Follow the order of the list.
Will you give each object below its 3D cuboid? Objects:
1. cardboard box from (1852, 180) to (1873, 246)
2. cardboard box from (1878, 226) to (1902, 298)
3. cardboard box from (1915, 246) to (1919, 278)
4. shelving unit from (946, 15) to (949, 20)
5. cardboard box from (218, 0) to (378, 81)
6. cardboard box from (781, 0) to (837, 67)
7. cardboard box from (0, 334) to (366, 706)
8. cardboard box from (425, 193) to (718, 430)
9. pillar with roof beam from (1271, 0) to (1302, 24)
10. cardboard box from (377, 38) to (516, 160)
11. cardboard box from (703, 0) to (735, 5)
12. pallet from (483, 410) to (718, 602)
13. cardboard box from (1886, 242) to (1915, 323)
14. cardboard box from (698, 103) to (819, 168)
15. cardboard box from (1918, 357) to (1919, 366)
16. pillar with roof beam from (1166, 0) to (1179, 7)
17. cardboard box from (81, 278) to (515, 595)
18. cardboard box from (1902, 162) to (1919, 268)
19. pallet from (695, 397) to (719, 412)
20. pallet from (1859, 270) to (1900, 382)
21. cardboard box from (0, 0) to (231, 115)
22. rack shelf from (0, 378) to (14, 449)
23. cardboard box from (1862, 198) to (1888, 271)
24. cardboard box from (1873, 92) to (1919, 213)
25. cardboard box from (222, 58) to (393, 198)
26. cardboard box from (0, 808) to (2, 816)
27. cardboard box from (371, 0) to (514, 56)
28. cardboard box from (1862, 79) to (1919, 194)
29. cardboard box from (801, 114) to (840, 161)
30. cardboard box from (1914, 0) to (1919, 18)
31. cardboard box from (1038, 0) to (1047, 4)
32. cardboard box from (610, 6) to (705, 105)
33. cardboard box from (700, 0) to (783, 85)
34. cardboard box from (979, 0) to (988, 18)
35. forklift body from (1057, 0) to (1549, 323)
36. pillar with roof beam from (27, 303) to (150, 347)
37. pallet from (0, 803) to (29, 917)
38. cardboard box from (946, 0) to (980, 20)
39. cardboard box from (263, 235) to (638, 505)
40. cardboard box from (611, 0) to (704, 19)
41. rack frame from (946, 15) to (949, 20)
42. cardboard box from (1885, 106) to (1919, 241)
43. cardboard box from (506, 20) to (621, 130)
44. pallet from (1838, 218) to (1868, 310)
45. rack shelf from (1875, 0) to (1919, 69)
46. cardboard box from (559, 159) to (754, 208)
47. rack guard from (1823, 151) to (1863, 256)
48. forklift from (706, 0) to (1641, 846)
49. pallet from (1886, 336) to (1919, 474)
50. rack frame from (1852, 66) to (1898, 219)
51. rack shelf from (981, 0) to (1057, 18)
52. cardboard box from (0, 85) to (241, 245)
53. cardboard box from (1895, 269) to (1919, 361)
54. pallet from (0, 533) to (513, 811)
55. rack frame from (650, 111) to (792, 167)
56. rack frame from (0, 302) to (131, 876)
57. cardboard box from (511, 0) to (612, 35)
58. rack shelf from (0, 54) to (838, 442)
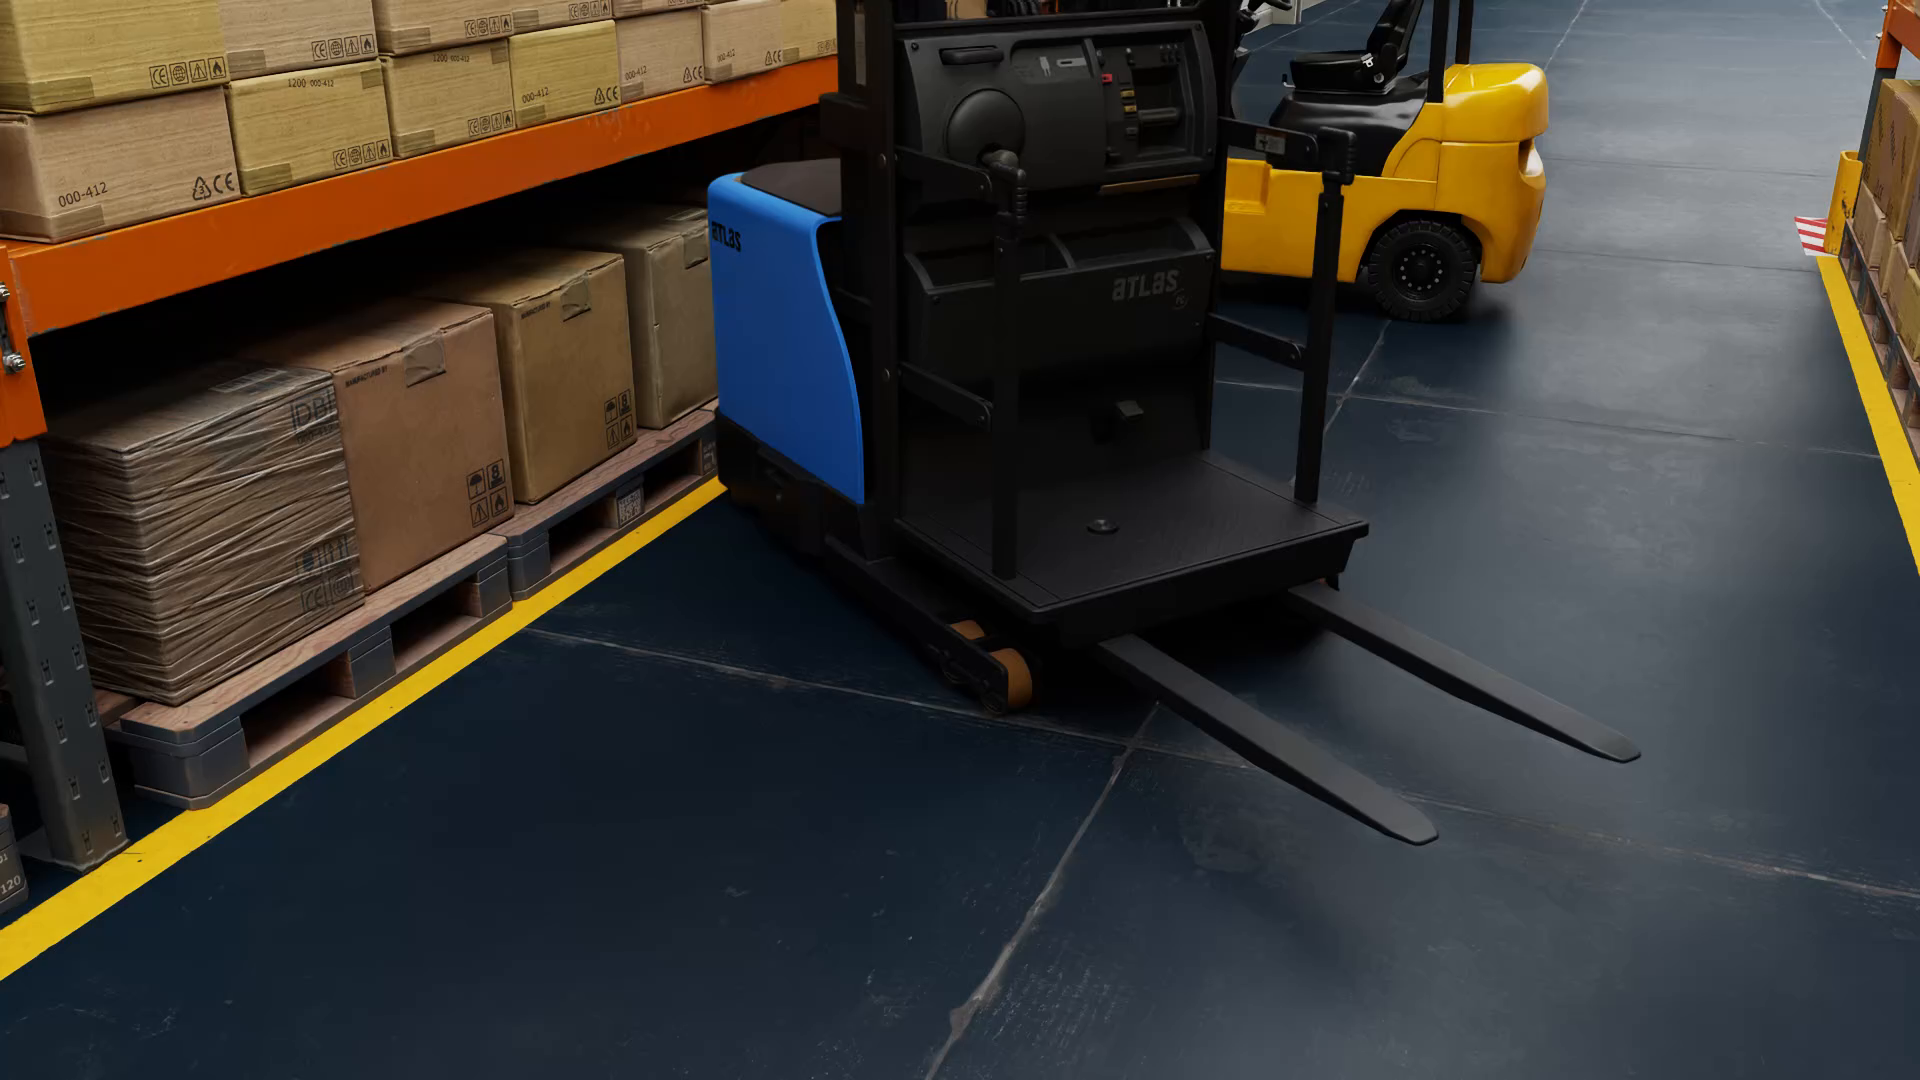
[{"bbox_3d":[4.721,-1.592,8.193,0.500,0.250,0.500,9,24,20],"label":"cardboard box"},{"bbox_3d":[4.333,-1.214,7.286,0.500,0.250,0.500,11,25,24],"label":"cardboard box"},{"bbox_3d":[3.949,-1.188,6.253,0.500,0.500,0.500,9,24,21],"label":"cardboard box"},{"bbox_3d":[0.062,-1.212,6.207,0.431,1.500,0.755,20,30,39],"label":"shelving unit"},{"bbox_3d":[-1.725,-1.227,3.842,0.500,0.250,0.500,10,25,22],"label":"cardboard box"},{"bbox_3d":[-0.763,-1.907,6.119,0.500,0.250,0.500,9,24,21],"label":"cardboard box"},{"bbox_3d":[-2.060,-0.082,4.091,0.875,0.625,0.625,10,25,22],"label":"cardboard box"},{"bbox_3d":[-1.297,-0.827,5.875,0.875,0.625,0.625,9,24,20],"label":"cardboard box"},{"bbox_3d":[8.026,-9.952,17.399,9.100,9.000,0.400,9,24,20],"label":"pillar with roof beam"},{"bbox_3d":[-1.536,-1.182,4.382,0.500,0.250,0.500,8,24,18],"label":"cardboard box"},{"bbox_3d":[-0.948,-1.958,5.592,0.500,0.250,0.500,8,24,19],"label":"cardboard box"},{"bbox_3d":[-1.507,-0.200,5.455,1.003,0.211,1.213,9,24,20],"label":"pallet"},{"bbox_3d":[4.143,-1.033,6.854,0.500,0.250,0.500,9,24,21],"label":"cardboard box"},{"bbox_3d":[-0.815,-1.784,7.355,0.500,0.250,0.500,9,24,21],"label":"cardboard box"},{"bbox_3d":[3.762,-0.660,5.961,0.500,0.250,0.500,10,25,22],"label":"cardboard box"},{"bbox_3d":[5.798,-7.804,12.259,9.100,9.000,0.400,9,24,20],"label":"pillar with roof beam"},{"bbox_3d":[-1.824,-0.317,4.653,0.875,0.625,0.625,10,25,22],"label":"cardboard box"},{"bbox_3d":[4.138,-1.371,6.690,0.500,0.500,0.500,10,25,23],"label":"cardboard box"},{"bbox_3d":[-1.056,-0.638,6.504,1.003,0.211,1.213,9,24,20],"label":"pallet"},{"bbox_3d":[4.460,-0.882,7.087,1.003,0.211,1.213,9,24,20],"label":"pallet"},{"bbox_3d":[-1.889,-1.044,3.405,0.500,0.250,0.500,9,24,20],"label":"cardboard box"},{"bbox_3d":[-3.047,0.285,1.609,1.077,0.370,4.000,9,24,20],"label":"rack shelf"},{"bbox_3d":[4.524,-1.411,7.758,0.500,0.250,0.500,10,25,22],"label":"cardboard box"},{"bbox_3d":[4.523,-1.742,7.578,0.500,0.500,0.500,8,24,18],"label":"cardboard box"},{"bbox_3d":[-1.721,-0.997,3.939,0.500,0.250,0.500,8,24,19],"label":"cardboard box"},{"bbox_3d":[-2.262,0.379,3.149,0.500,0.500,0.500,10,24,22],"label":"cardboard box"},{"bbox_3d":[-1.514,-1.412,4.284,0.500,0.250,0.500,8,24,19],"label":"cardboard box"},{"bbox_3d":[4.713,-1.930,8.027,0.500,0.500,0.500,8,24,18],"label":"cardboard box"},{"bbox_3d":[-0.347,-1.709,7.174,0.500,0.250,0.500,8,24,19],"label":"cardboard box"},{"bbox_3d":[4.568,-2.448,7.546,0.380,0.149,0.250,9,24,21],"label":"cardboard box"},{"bbox_3d":[0.161,-2.909,8.192,0.500,0.500,0.500,9,24,20],"label":"cardboard box"},{"bbox_3d":[-1.157,-1.553,5.271,0.500,0.250,0.500,9,24,20],"label":"cardboard box"},{"bbox_3d":[-0.944,-1.726,5.686,0.500,0.250,0.500,9,24,20],"label":"cardboard box"},{"bbox_3d":[-0.046,-2.732,7.769,0.500,0.500,0.500,9,24,20],"label":"cardboard box"},{"bbox_3d":[1.657,-2.294,7.952,2.313,2.155,1.214,9,24,20],"label":"forklift body"},{"bbox_3d":[1.340,-3.510,1.978,9.100,9.000,0.400,9,24,20],"label":"pillar with roof beam"},{"bbox_3d":[-2.617,0.786,3.095,1.003,0.211,1.213,9,24,20],"label":"pallet"},{"bbox_3d":[-0.233,-2.550,7.334,0.500,0.500,0.500,9,24,21],"label":"cardboard box"},{"bbox_3d":[-1.575,-0.558,5.230,0.875,0.625,0.625,8,24,18],"label":"cardboard box"},{"bbox_3d":[-1.143,-1.776,5.156,0.500,0.250,0.500,9,24,21],"label":"cardboard box"},{"bbox_3d":[-0.190,-1.110,5.961,0.400,1.500,0.023,20,30,39],"label":"rack frame"},{"bbox_3d":[4.329,-1.564,7.151,0.500,0.500,0.500,9,24,21],"label":"cardboard box"},{"bbox_3d":[-1.342,-1.367,4.826,0.500,0.250,0.500,10,25,22],"label":"cardboard box"},{"bbox_3d":[4.915,-1.317,8.128,1.003,0.211,1.213,9,24,20],"label":"pallet"},{"bbox_3d":[4.534,-1.869,6.765,1.077,0.370,4.000,9,24,20],"label":"rack shelf"},{"bbox_3d":[-1.002,-1.104,6.537,0.875,0.625,0.625,10,25,22],"label":"cardboard box"},{"bbox_3d":[5.249,-1.736,8.756,1.175,0.500,0.348,9,24,20],"label":"rack guard"},{"bbox_3d":[0.390,-1.117,4.121,1.130,2.935,3.031,-13,26,-29],"label":"forklift"},{"bbox_3d":[4.008,-0.444,6.038,1.003,0.211,1.213,9,24,20],"label":"pallet"},{"bbox_3d":[5.277,-2.916,8.340,1.000,3.000,0.127,9,24,20],"label":"rack frame"},{"bbox_3d":[-0.075,-2.578,8.463,1.077,0.370,4.000,9,24,20],"label":"rack shelf"},{"bbox_3d":[-1.912,-0.817,3.509,0.500,0.250,0.500,9,24,20],"label":"cardboard box"},{"bbox_3d":[3.950,-0.852,6.420,0.500,0.250,0.500,8,24,19],"label":"cardboard box"},{"bbox_3d":[-1.962,0.235,4.414,1.003,0.211,1.213,9,24,20],"label":"pallet"},{"bbox_3d":[-0.818,-2.194,6.611,1.000,3.000,0.127,9,24,20],"label":"rack frame"},{"bbox_3d":[-2.304,-0.763,3.184,1.000,3.000,0.127,9,24,20],"label":"rack frame"},{"bbox_3d":[-1.348,-1.598,4.730,0.500,0.250,0.500,9,24,21],"label":"cardboard box"},{"bbox_3d":[-1.561,-1.146,5.036,1.077,0.370,4.000,9,24,20],"label":"rack shelf"}]
